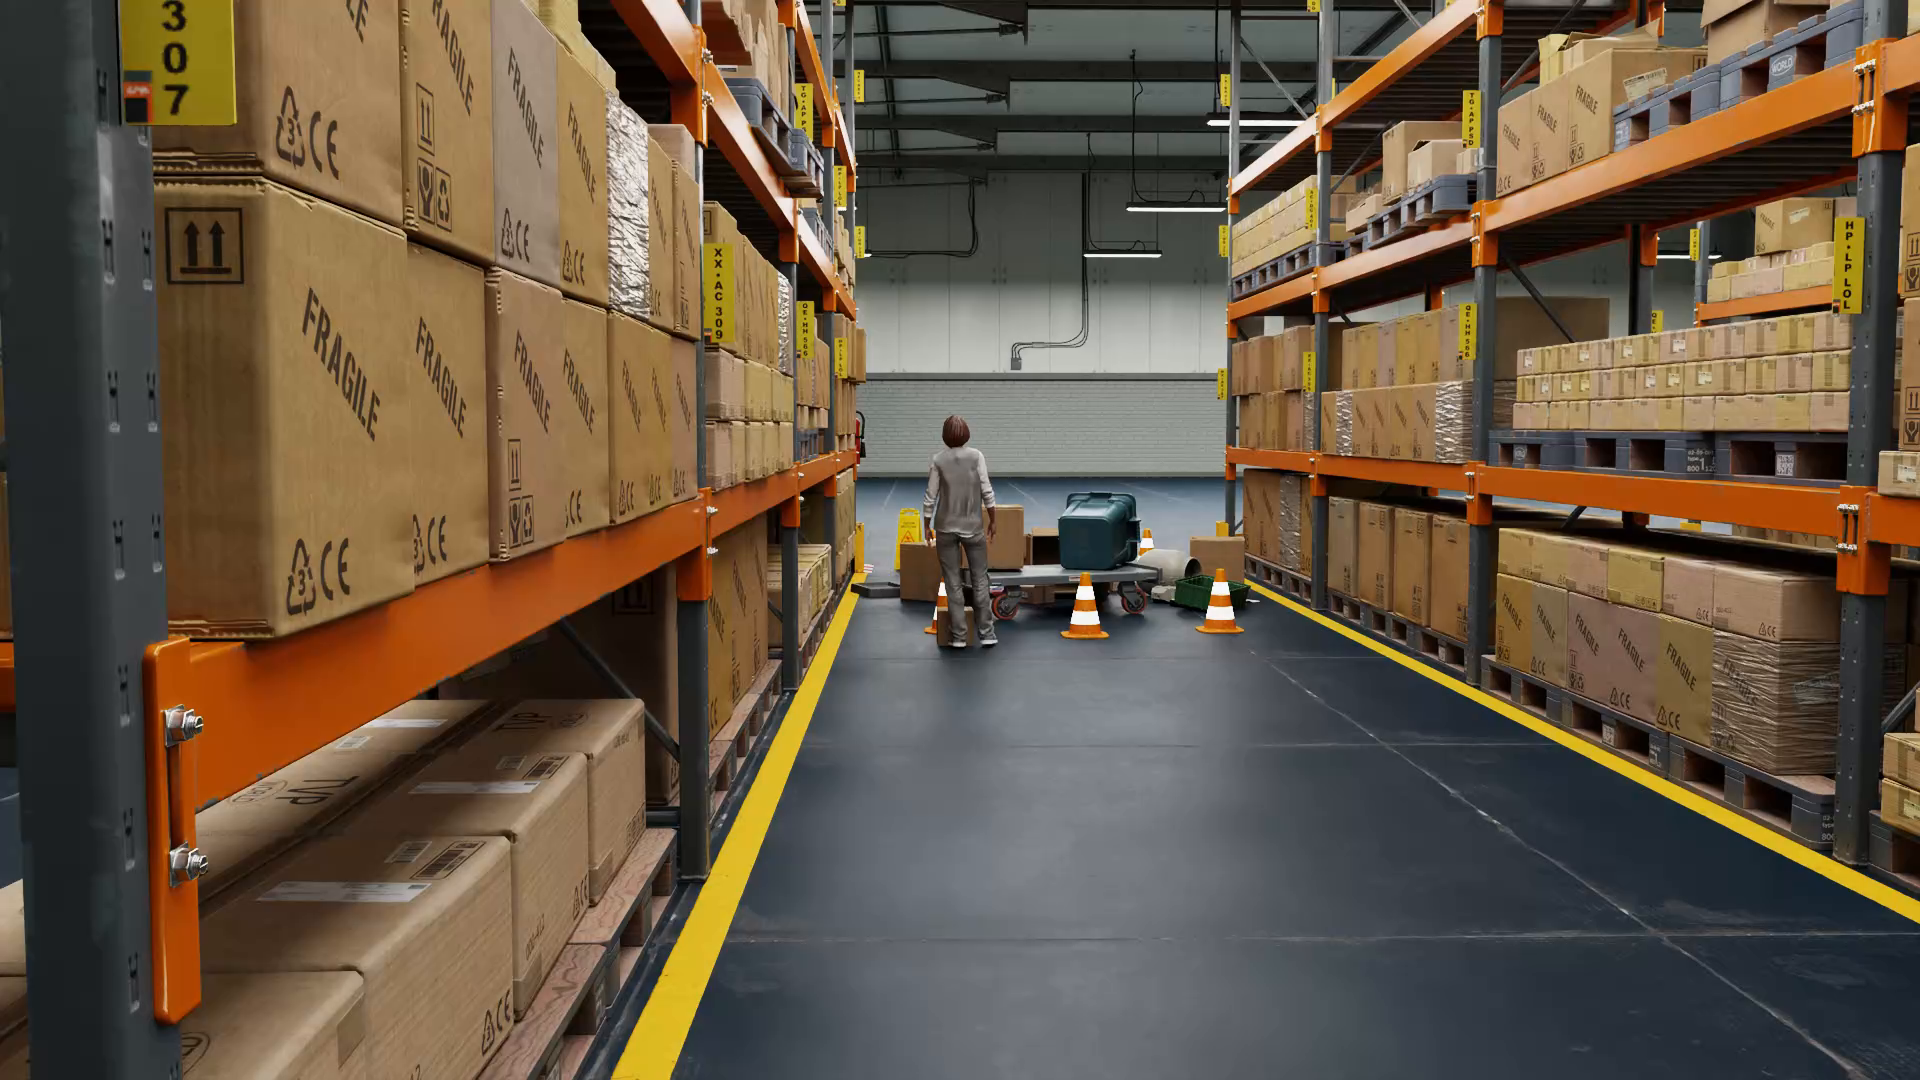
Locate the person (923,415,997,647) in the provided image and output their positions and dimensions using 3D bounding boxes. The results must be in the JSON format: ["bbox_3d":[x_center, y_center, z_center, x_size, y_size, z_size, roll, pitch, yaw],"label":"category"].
[{"bbox_3d":[0.006,-0.059,11.454,0.521,1.597,0.475,0,4,-1],"label":"person"}]
